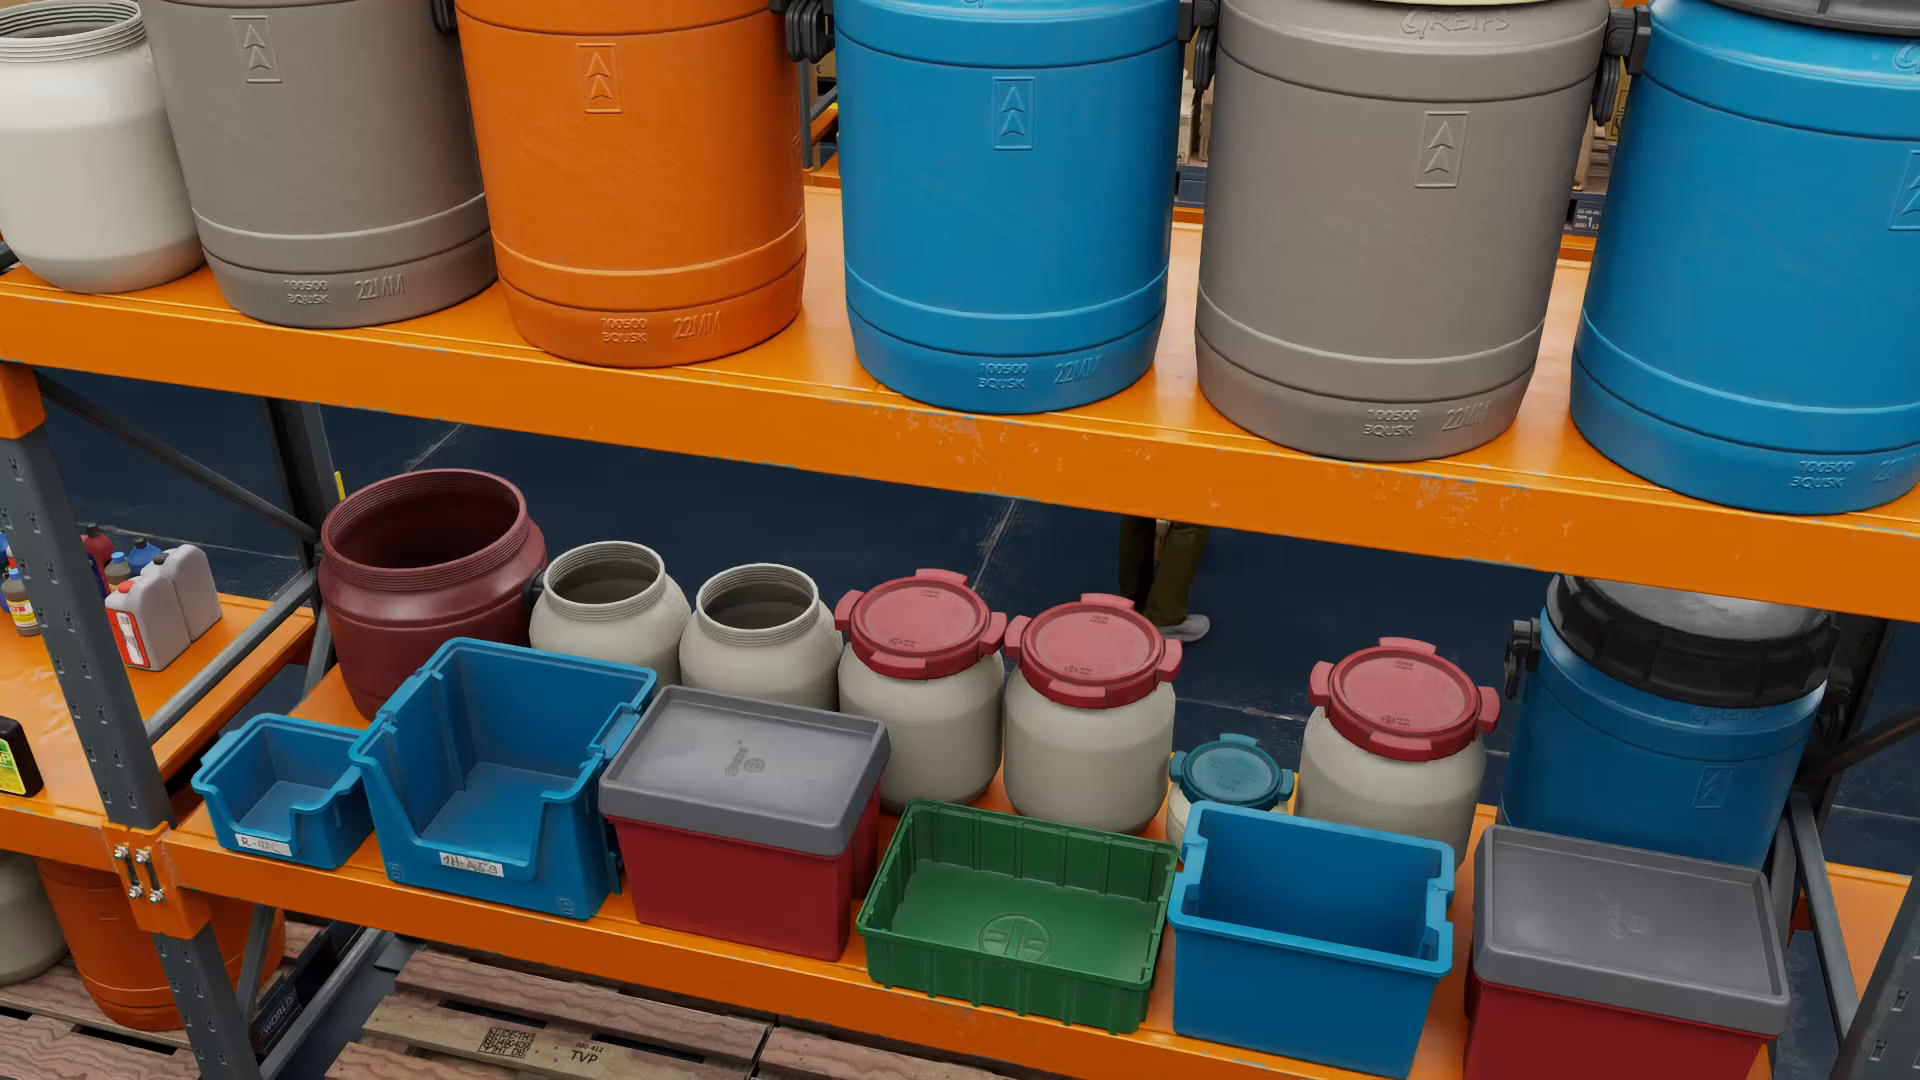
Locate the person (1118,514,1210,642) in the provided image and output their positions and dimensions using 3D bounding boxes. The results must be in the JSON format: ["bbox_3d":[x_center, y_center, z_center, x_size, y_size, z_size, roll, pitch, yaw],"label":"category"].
[{"bbox_3d":[0.824,-0.403,6.760,0.631,1.777,0.540,12,34,19],"label":"person"}]
